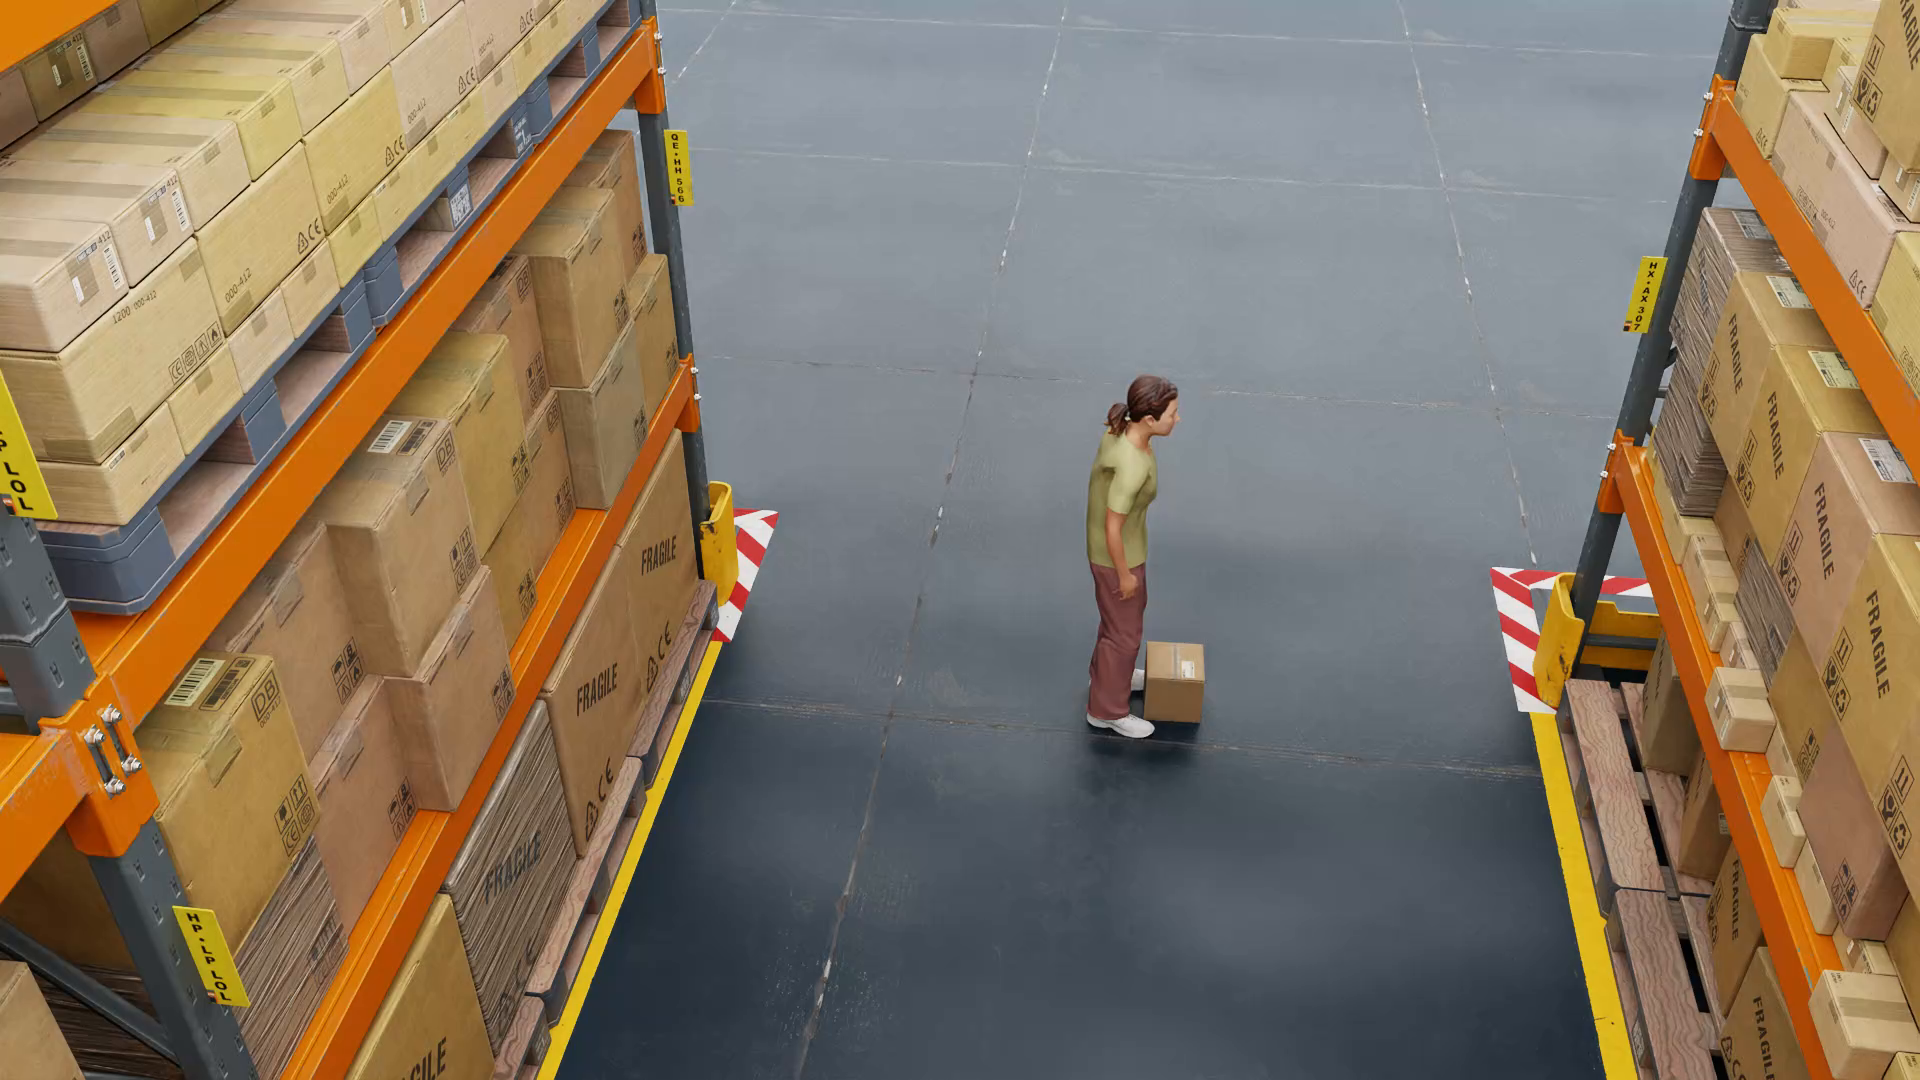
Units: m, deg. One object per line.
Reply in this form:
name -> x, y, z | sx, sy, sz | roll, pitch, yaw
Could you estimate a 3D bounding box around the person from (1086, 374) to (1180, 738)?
person -> 0.702, 0.045, 6.978 | 0.355, 1.673, 0.500 | 4, 36, 6
